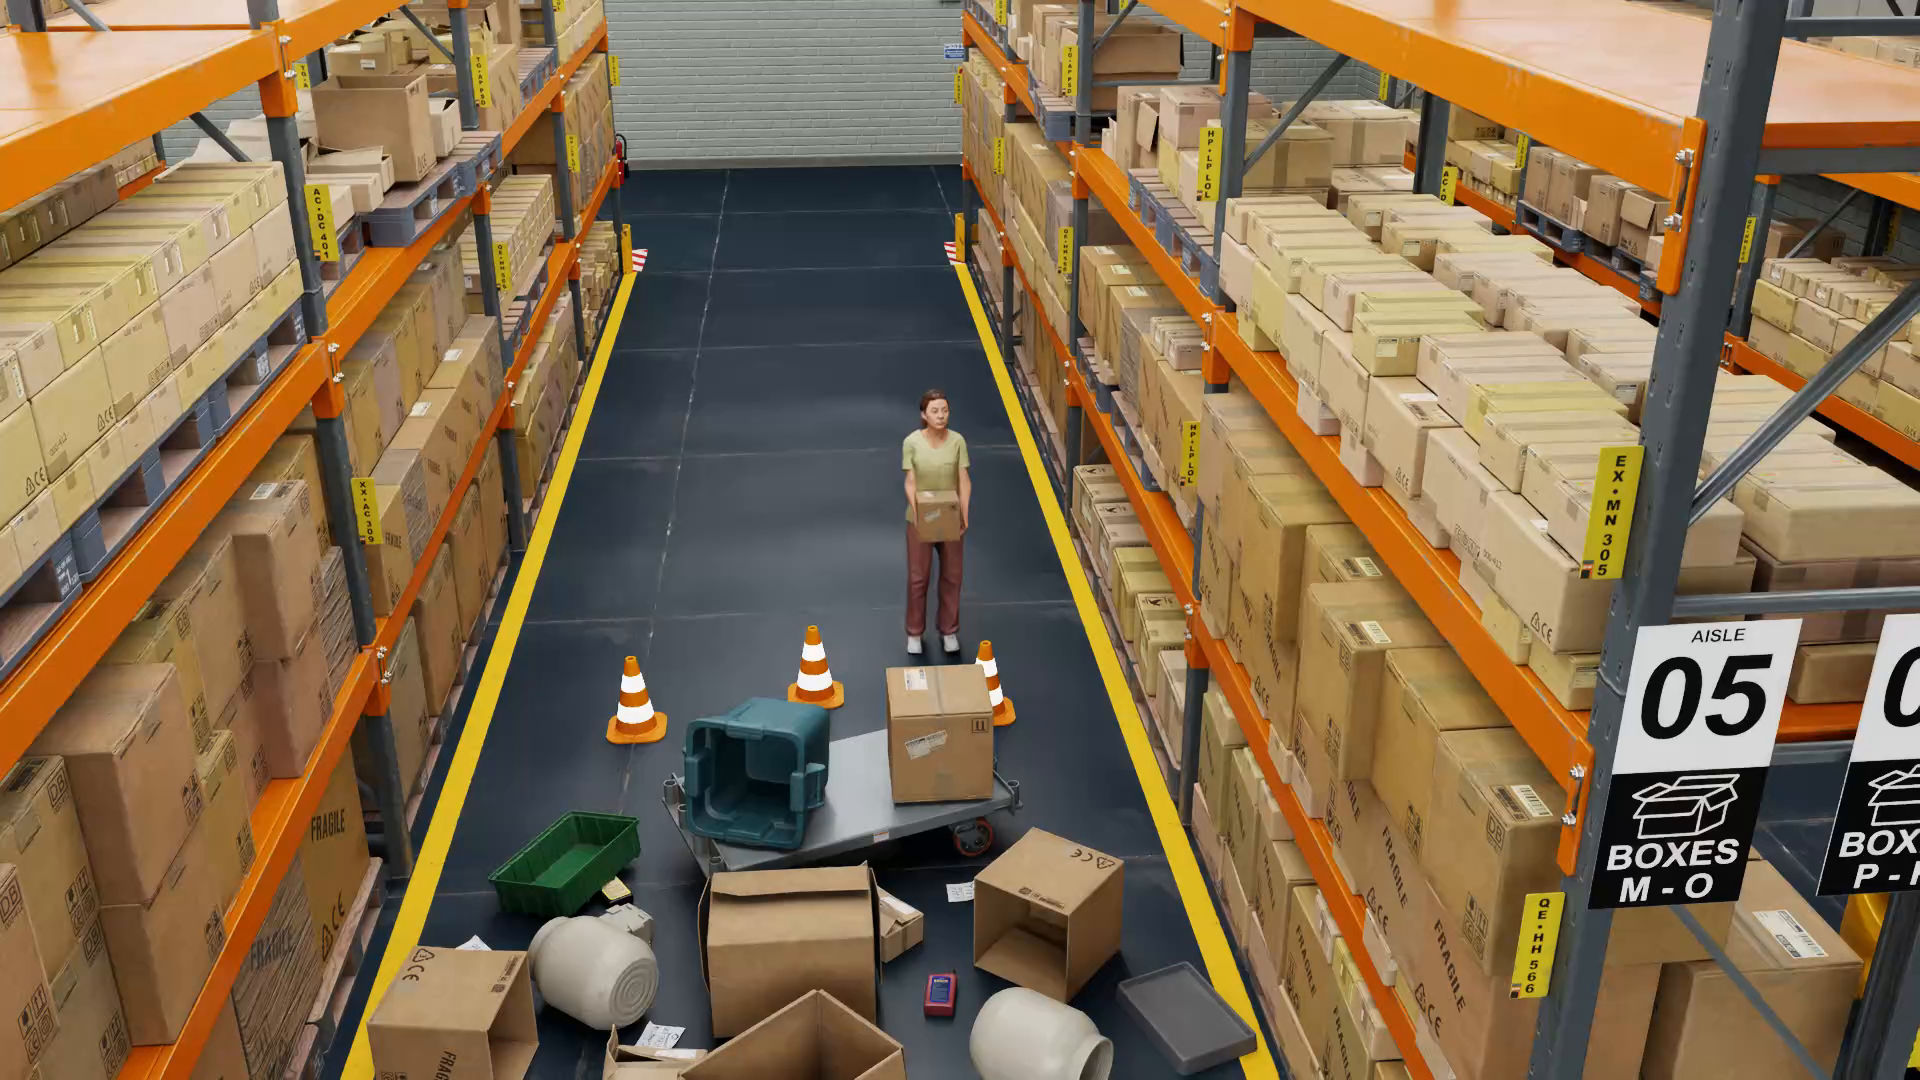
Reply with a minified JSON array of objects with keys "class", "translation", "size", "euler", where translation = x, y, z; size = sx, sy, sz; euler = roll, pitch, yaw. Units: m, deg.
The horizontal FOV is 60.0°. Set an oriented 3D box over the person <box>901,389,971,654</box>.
[{"class":"person","translation":[-0.137,-0.098,10.325],"size":[0.438,1.673,0.543],"euler":[-5,24,-12]}]
